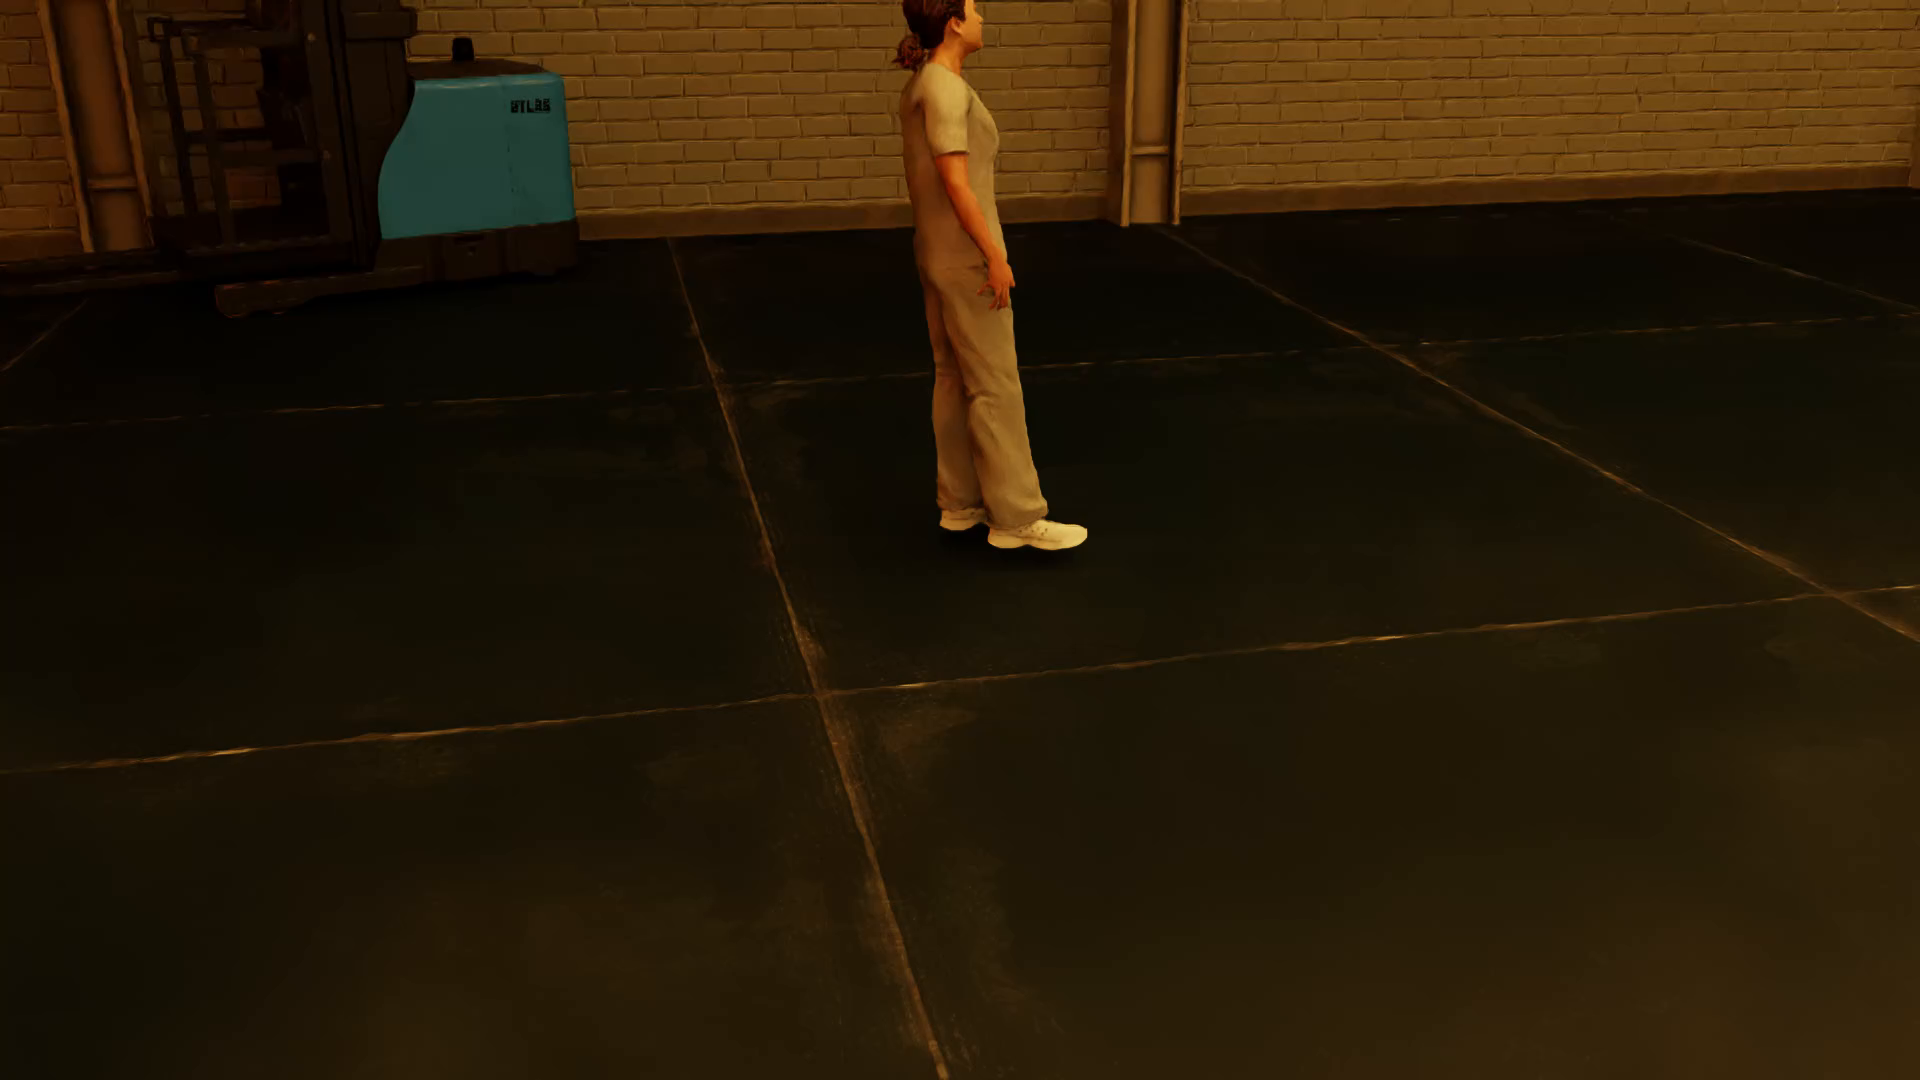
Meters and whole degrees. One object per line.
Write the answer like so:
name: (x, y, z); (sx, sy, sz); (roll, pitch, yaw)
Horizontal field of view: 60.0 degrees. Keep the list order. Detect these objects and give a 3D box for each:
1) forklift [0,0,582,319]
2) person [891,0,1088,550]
forklift: (-3.575, -2.661, 8.153); (3.031, 2.935, 1.130); (-13, 24, -30)
person: (0.074, -0.827, 4.986); (0.549, 1.672, 0.550); (-5, 21, -12)
